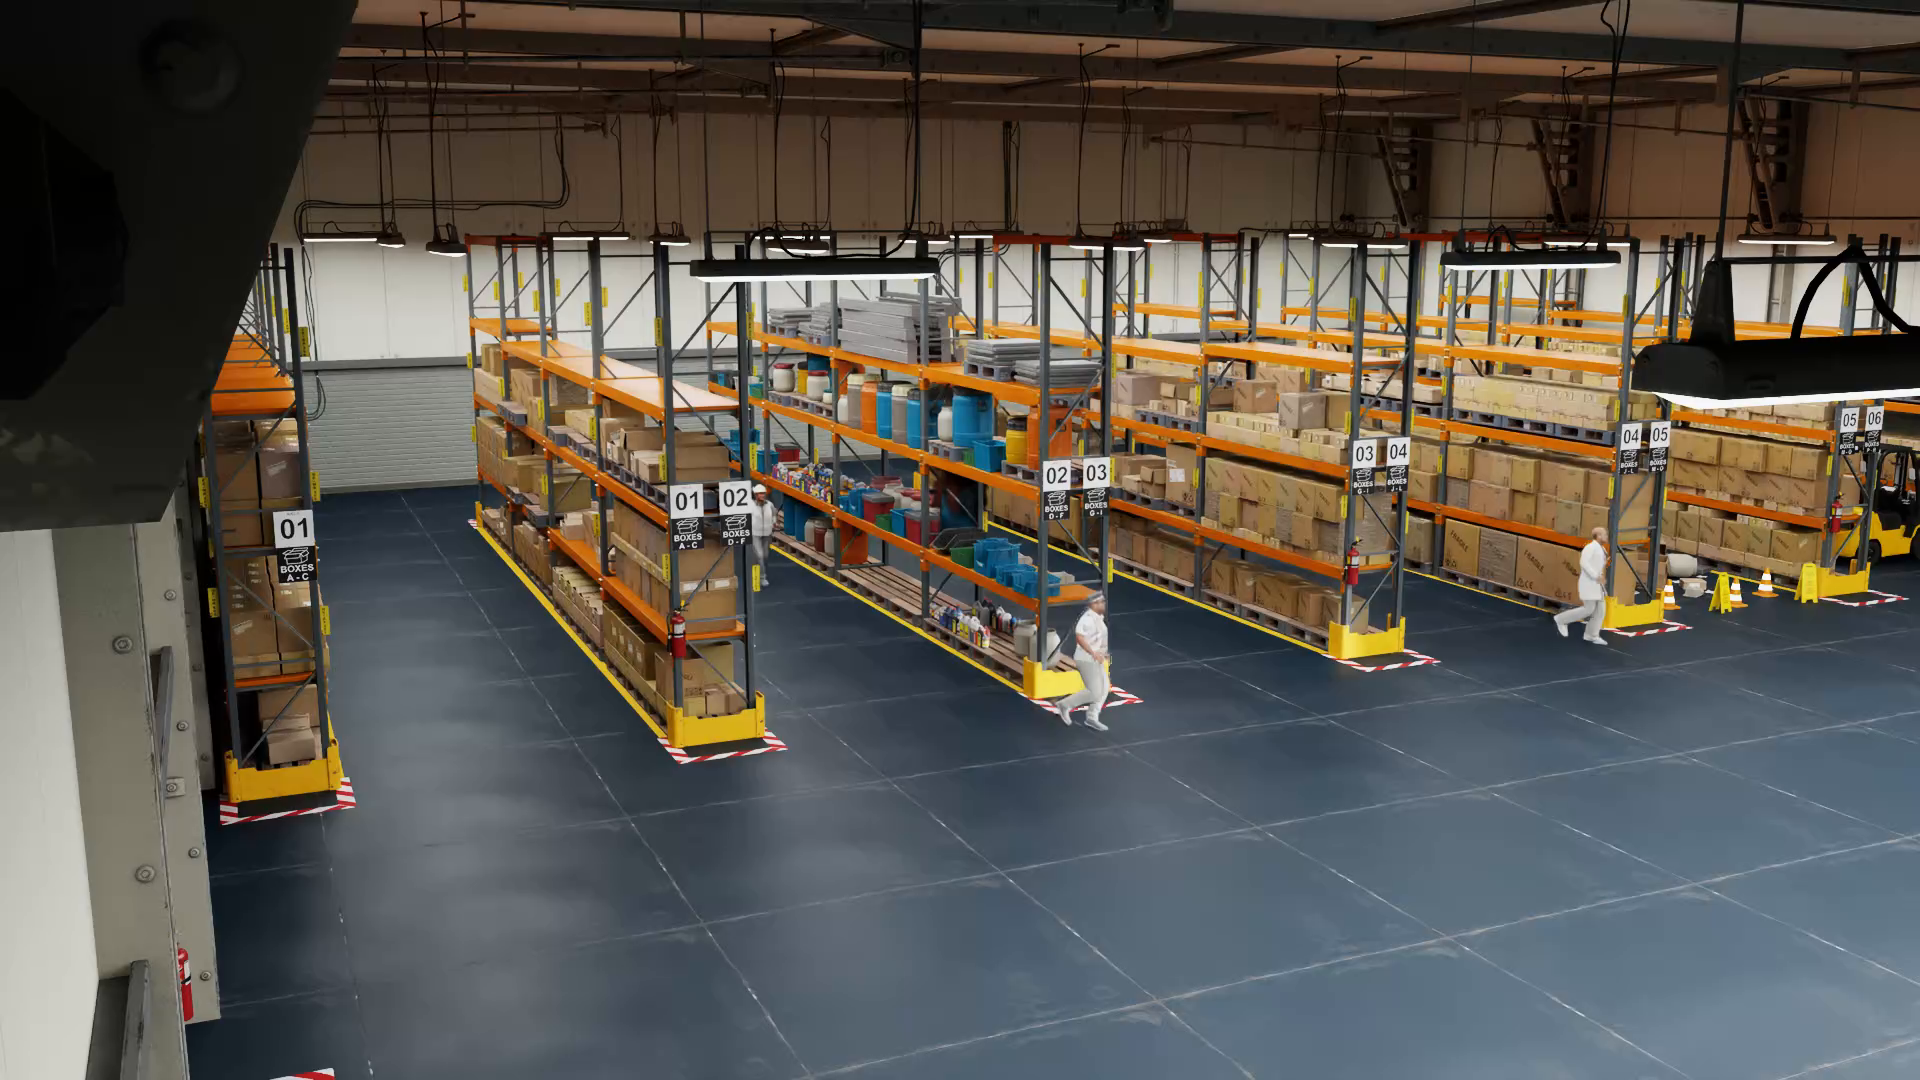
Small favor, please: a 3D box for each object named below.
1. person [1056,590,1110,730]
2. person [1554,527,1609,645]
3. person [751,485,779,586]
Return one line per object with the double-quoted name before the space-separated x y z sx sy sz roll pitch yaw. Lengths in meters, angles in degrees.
"person" 1.606 1.491 20.987 0.655 1.747 0.708 3 11 17
"person" 9.534 0.658 25.271 0.800 1.752 0.768 7 13 33
"person" -3.541 -0.120 29.200 0.644 1.760 0.882 -6 12 -26
